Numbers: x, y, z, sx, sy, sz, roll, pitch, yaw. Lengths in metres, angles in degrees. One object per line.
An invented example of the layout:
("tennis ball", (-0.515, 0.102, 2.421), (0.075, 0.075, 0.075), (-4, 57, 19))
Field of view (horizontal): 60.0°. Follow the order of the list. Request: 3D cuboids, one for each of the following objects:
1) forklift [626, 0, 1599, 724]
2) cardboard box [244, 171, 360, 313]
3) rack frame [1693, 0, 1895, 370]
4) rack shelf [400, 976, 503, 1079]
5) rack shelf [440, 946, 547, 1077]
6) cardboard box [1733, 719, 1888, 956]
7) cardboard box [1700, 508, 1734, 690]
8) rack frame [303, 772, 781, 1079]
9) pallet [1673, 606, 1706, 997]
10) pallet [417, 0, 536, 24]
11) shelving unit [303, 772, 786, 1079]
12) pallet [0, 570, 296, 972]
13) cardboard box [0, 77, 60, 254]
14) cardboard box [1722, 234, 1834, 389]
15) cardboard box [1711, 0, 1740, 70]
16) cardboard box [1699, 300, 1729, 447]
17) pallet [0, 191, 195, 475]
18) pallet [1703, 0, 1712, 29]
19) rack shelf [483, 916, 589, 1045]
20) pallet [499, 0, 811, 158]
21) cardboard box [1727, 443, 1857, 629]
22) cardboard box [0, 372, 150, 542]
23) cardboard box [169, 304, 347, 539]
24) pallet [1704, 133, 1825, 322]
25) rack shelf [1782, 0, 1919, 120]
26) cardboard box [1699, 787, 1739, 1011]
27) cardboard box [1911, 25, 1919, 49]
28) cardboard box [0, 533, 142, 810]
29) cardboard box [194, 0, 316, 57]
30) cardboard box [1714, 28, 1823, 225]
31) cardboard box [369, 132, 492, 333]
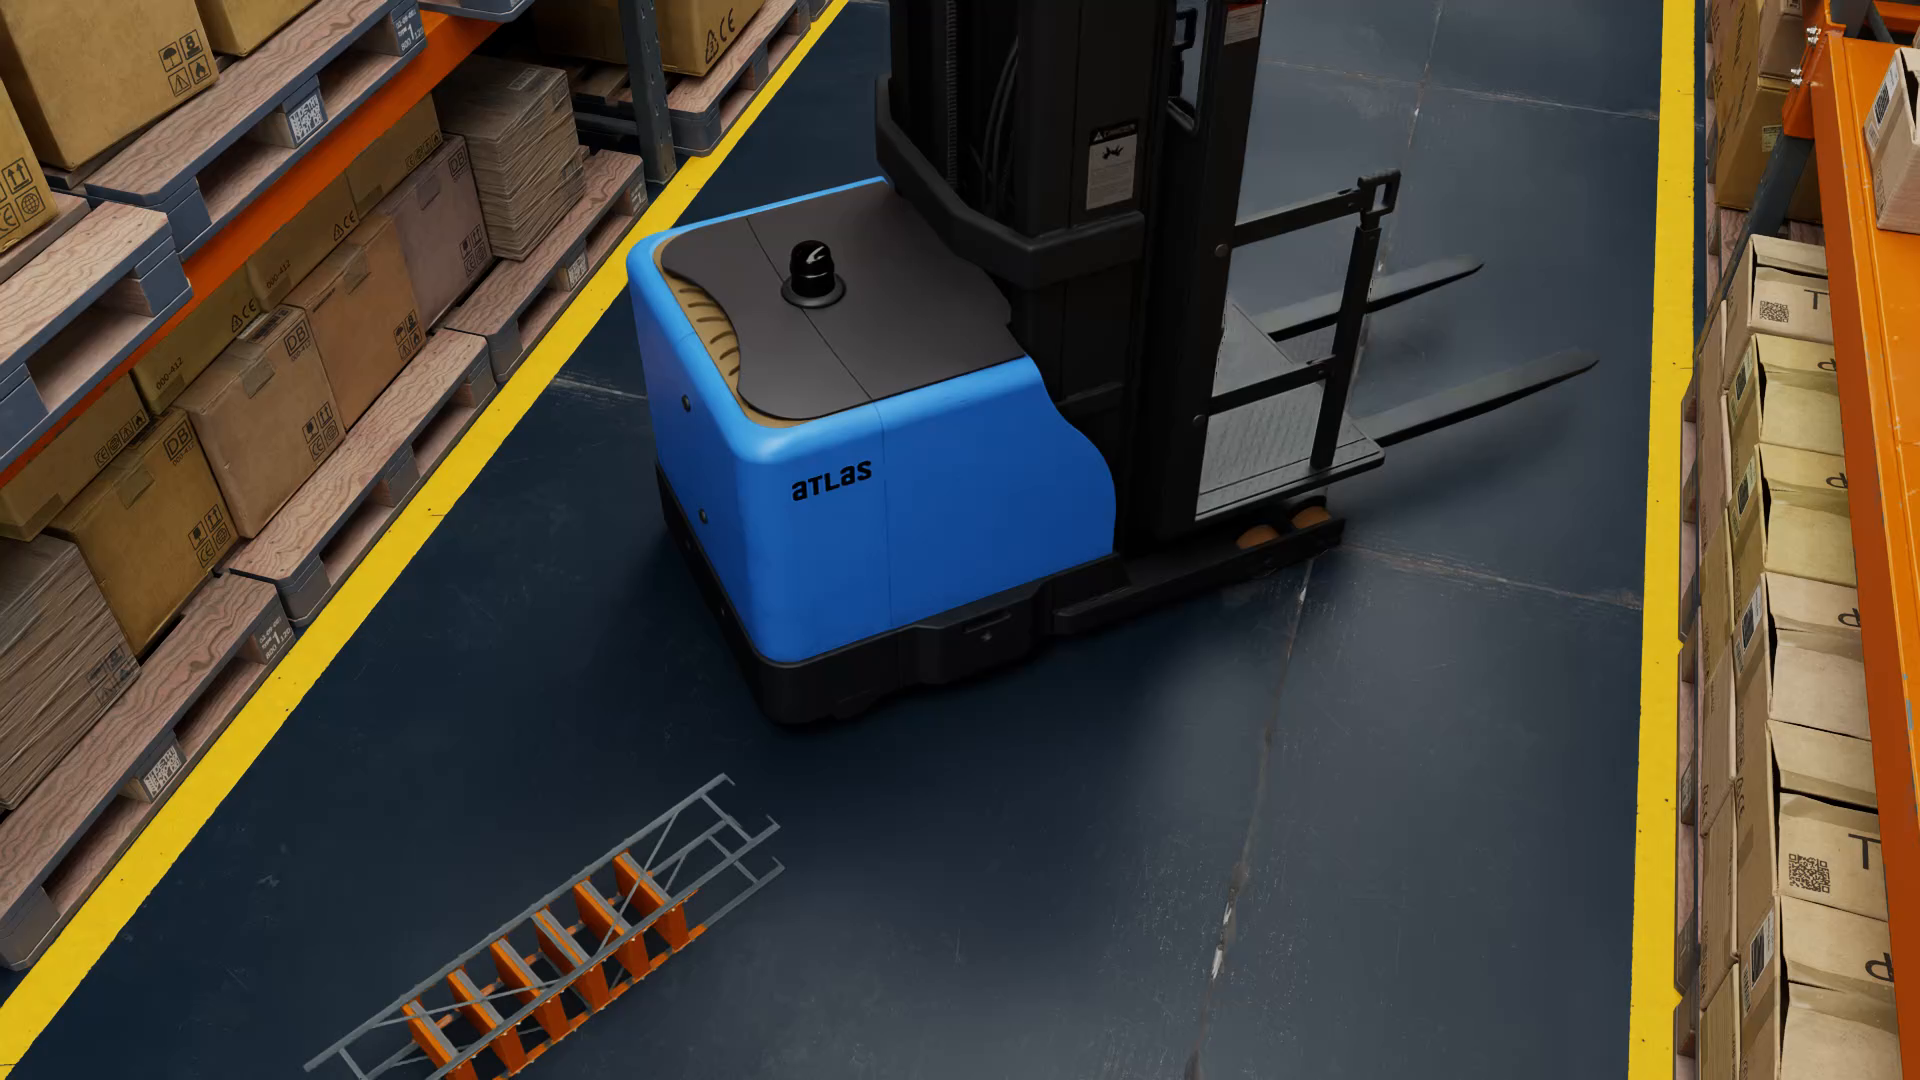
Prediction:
("forklift", (0.626, -1.246, 4.428), (3.031, 2.935, 1.130), (-18, 47, -18))
("cardboard box", (-2.199, -0.972, 5.035), (0.500, 0.250, 0.500), (12, 46, 12))
("rack frame", (3.075, -1.595, 4.735), (1.000, 3.000, 0.127), (13, 46, 13))
("rack shelf", (-1.199, 1.180, 3.906), (0.103, 0.180, 0.258), (-34, 54, -30))
("rack shelf", (-1.112, 1.122, 3.965), (0.103, 0.180, 0.258), (-34, 54, -30))
("cardboard box", (2.018, 0.693, 3.662), (0.500, 0.311, 0.500), (12, 46, 12))
("cardboard box", (2.333, 0.208, 4.558), (0.500, 0.250, 0.500), (11, 46, 11))
("rack frame", (-0.971, 0.962, 3.998), (1.200, 0.006, 0.240), (-34, 54, -30))
("pallet", (2.417, 0.753, 4.329), (1.003, 0.211, 1.213), (13, 46, 13))
("pallet", (-1.762, -2.075, 5.363), (1.213, 0.211, 1.003), (13, 46, 13))
("shelving unit", (-0.971, 1.027, 4.062), (1.200, 0.189, 0.258), (-34, 54, -30))
("pallet", (-2.625, 0.502, 4.586), (1.003, 0.211, 1.213), (13, 46, 13))
("cardboard box", (-2.496, -0.871, 3.609), (0.700, 0.500, 0.500), (17, 47, 17))
("cardboard box", (2.636, -0.675, 5.060), (0.500, 0.311, 0.500), (14, 46, 14))
("cardboard box", (3.444, -2.227, 6.854), (0.500, 0.500, 0.500), (11, 45, 11))
("cardboard box", (2.636, -0.475, 5.256), (0.500, 0.250, 0.500), (12, 46, 12))
("pallet", (-2.489, -0.385, 3.636), (1.003, 0.211, 1.213), (13, 46, 13))
("pallet", (4.076, -2.714, 7.873), (1.003, 0.211, 1.213), (13, 46, 13))
("rack shelf", (-1.026, 1.064, 4.025), (0.103, 0.180, 0.258), (-34, 54, -30))
("pallet", (-1.337, -2.154, 7.300), (1.003, 0.211, 1.213), (13, 46, 13))
("cardboard box", (2.328, 0.016, 4.354), (0.500, 0.311, 0.500), (11, 46, 11))
("cardboard box", (-2.522, -0.295, 4.344), (0.500, 0.250, 0.500), (12, 46, 12))
("cardboard box", (-2.350, -0.420, 5.007), (0.700, 0.500, 0.500), (13, 46, 13))
("pallet", (3.337, -1.088, 6.210), (1.003, 0.211, 1.213), (13, 46, 13))
("rack shelf", (3.680, -2.671, 6.349), (1.077, 0.370, 4.000), (13, 46, 13))
("cardboard box", (2.022, 0.889, 3.863), (0.500, 0.250, 0.500), (13, 46, 13))
("cardboard box", (2.923, -1.329, 4.528), (0.500, 0.311, 0.500), (15, 46, 15))
("cardboard box", (-2.652, 0.267, 4.305), (0.700, 0.500, 0.500), (14, 46, 14))
("cardboard box", (-2.136, -1.684, 4.440), (0.700, 0.500, 0.500), (13, 46, 13))
("cardboard box", (3.134, -1.532, 6.143), (0.500, 0.500, 0.500), (14, 46, 14))
("cardboard box", (-2.083, -1.095, 5.697), (0.700, 0.500, 0.500), (12, 46, 12))
